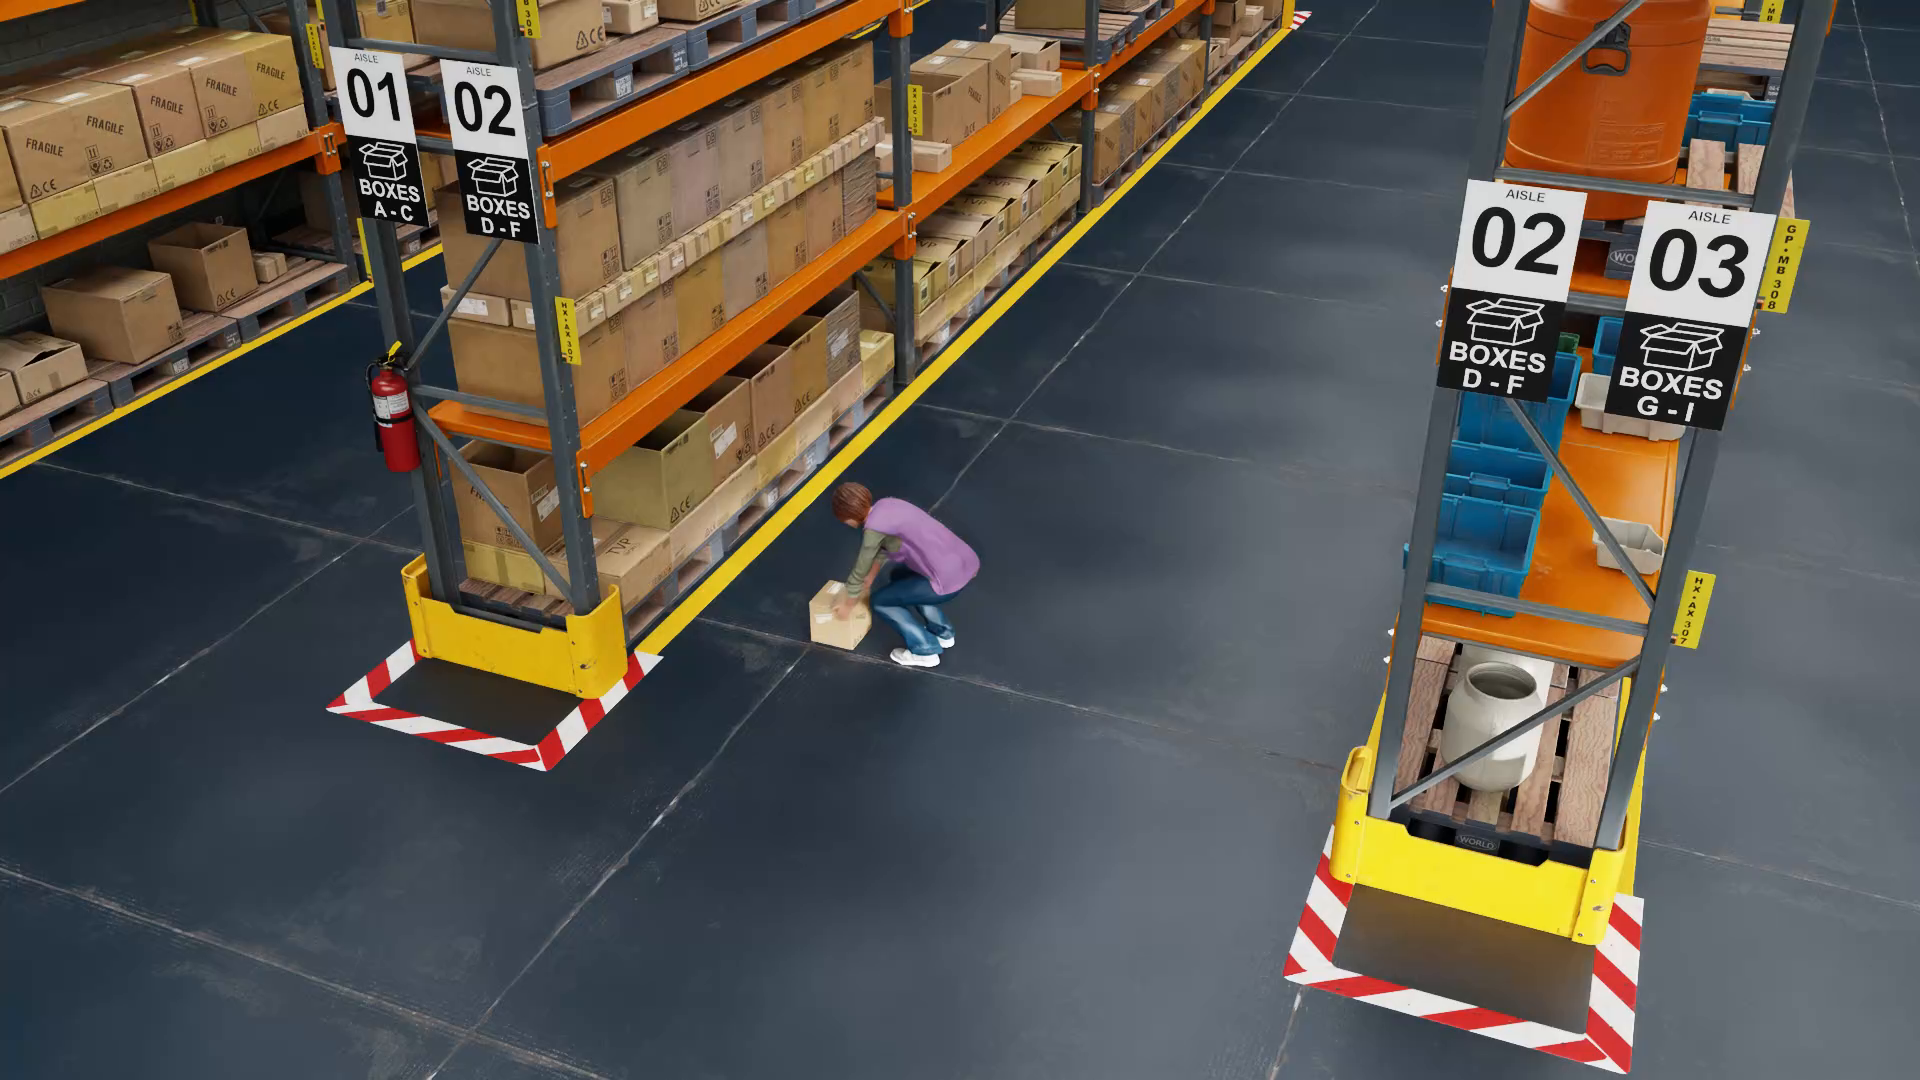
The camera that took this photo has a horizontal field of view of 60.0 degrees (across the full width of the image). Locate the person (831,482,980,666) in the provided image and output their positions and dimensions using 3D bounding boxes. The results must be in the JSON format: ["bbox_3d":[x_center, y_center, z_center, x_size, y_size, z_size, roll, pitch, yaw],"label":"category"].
[{"bbox_3d":[-0.290,0.183,8.716,0.780,0.963,0.454,11,32,19],"label":"person"}]
